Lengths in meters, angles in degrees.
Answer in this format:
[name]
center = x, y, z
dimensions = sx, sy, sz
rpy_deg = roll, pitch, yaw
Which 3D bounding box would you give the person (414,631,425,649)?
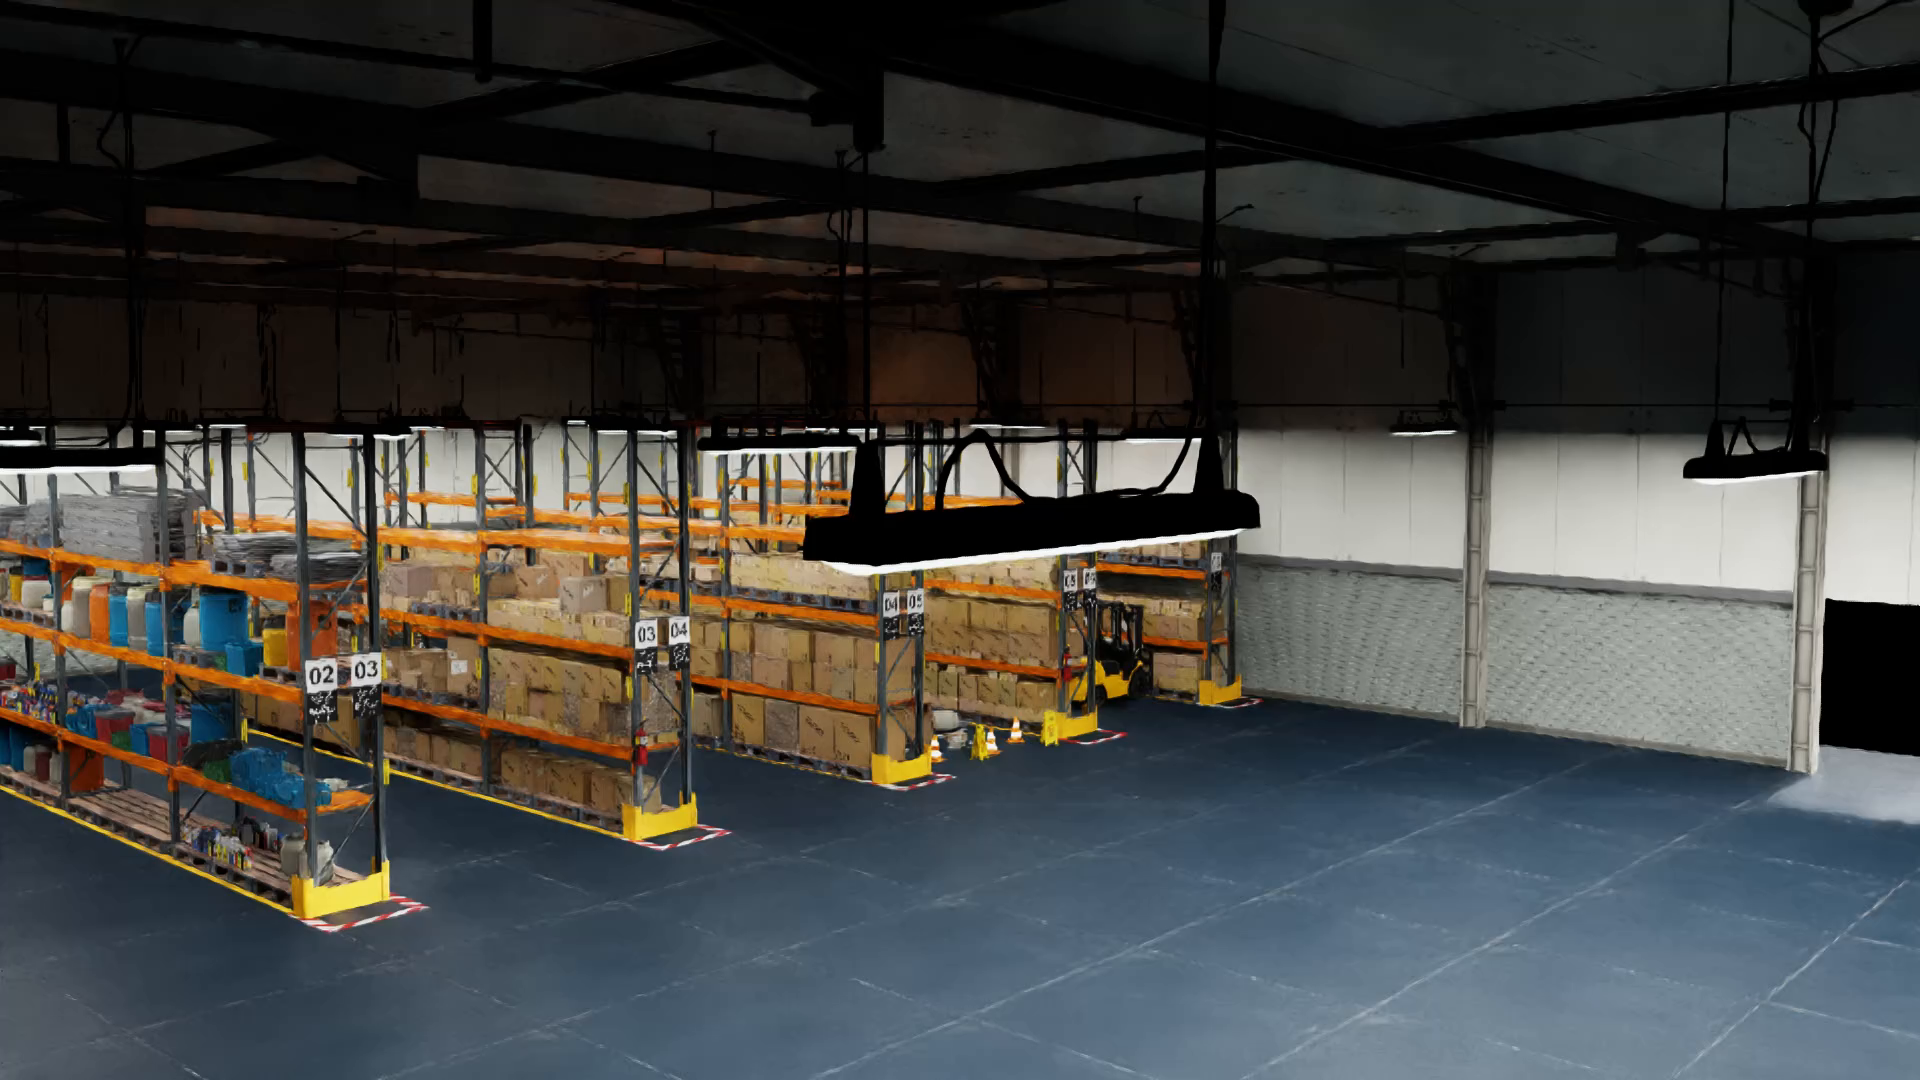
[person]
center = -11.390, 2.694, 34.651
dimensions = 0.512, 1.632, 0.639
rpy_deg = 4, 6, 40
